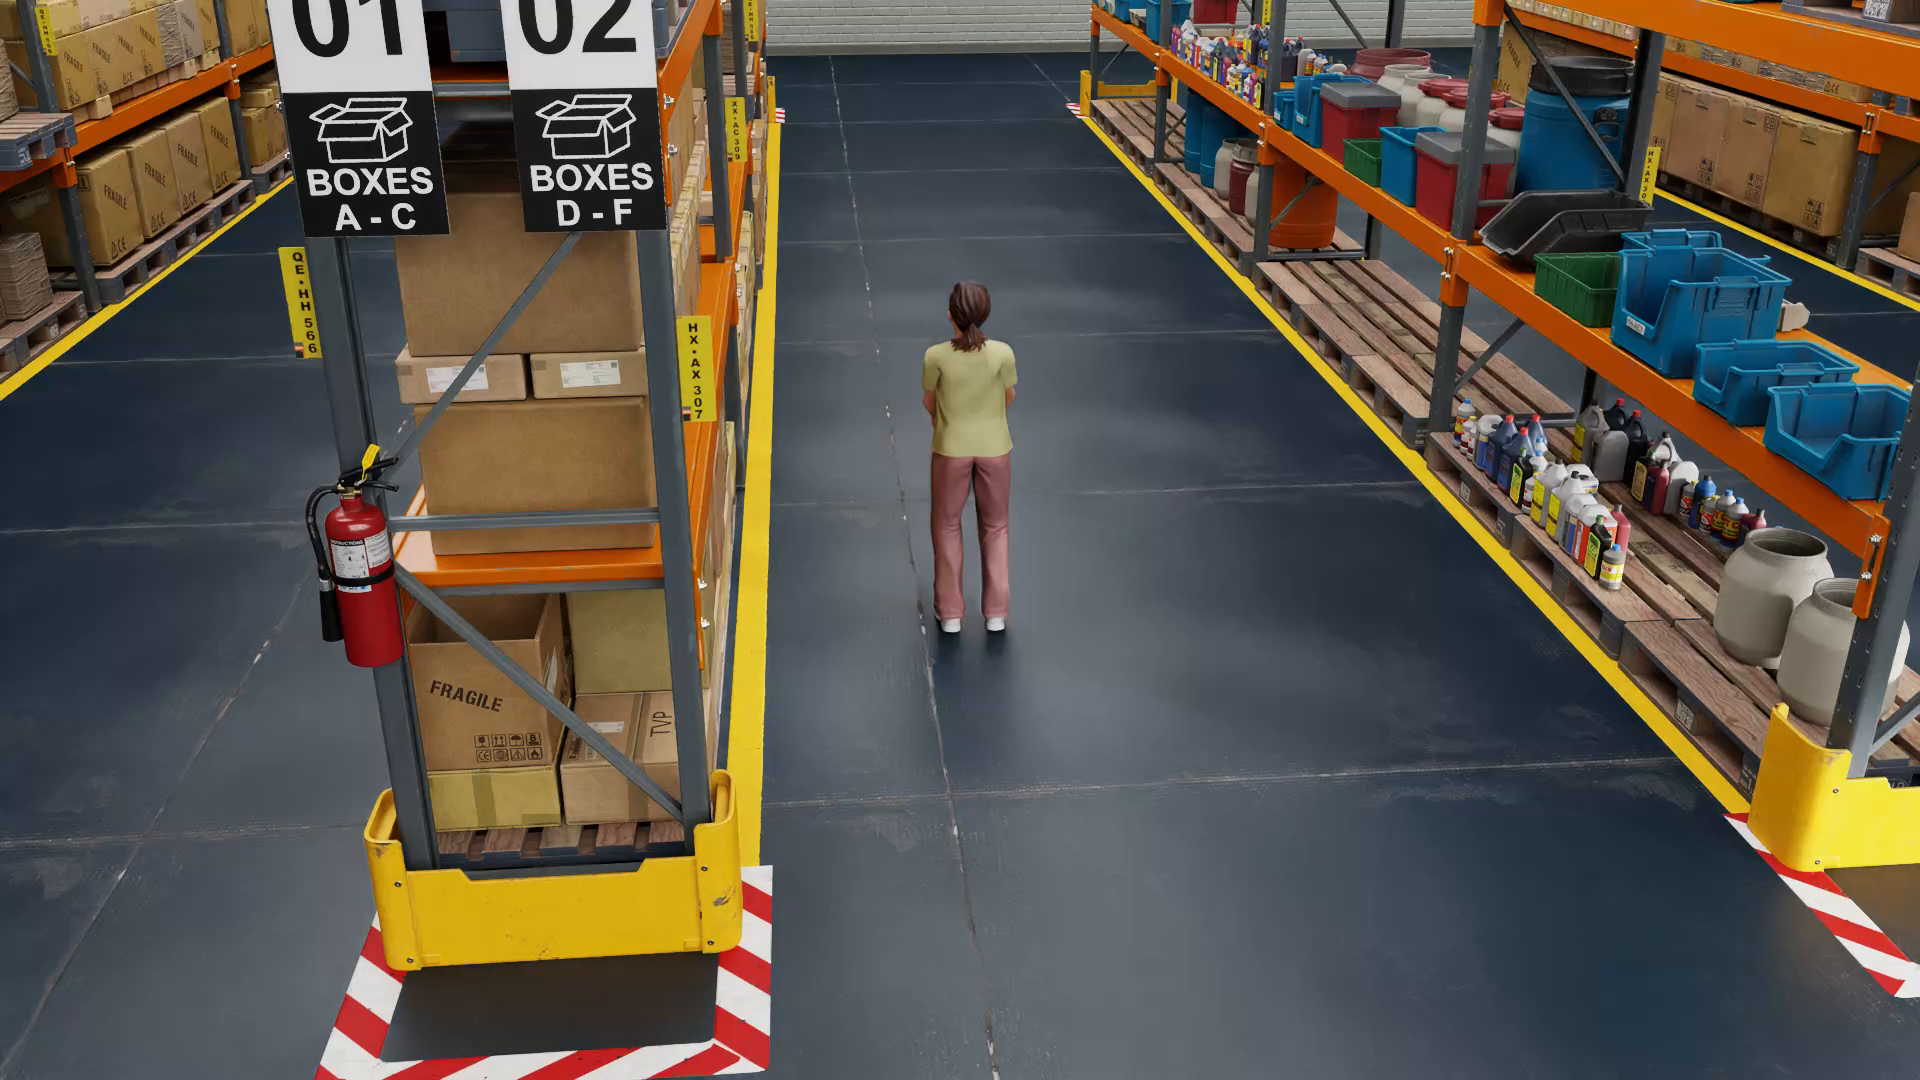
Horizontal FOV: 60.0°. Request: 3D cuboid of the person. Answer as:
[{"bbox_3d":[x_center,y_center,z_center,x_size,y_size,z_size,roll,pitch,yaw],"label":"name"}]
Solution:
[{"bbox_3d":[0.037,-0.396,7.514,0.426,1.662,0.554,-2,24,-5],"label":"person"}]
